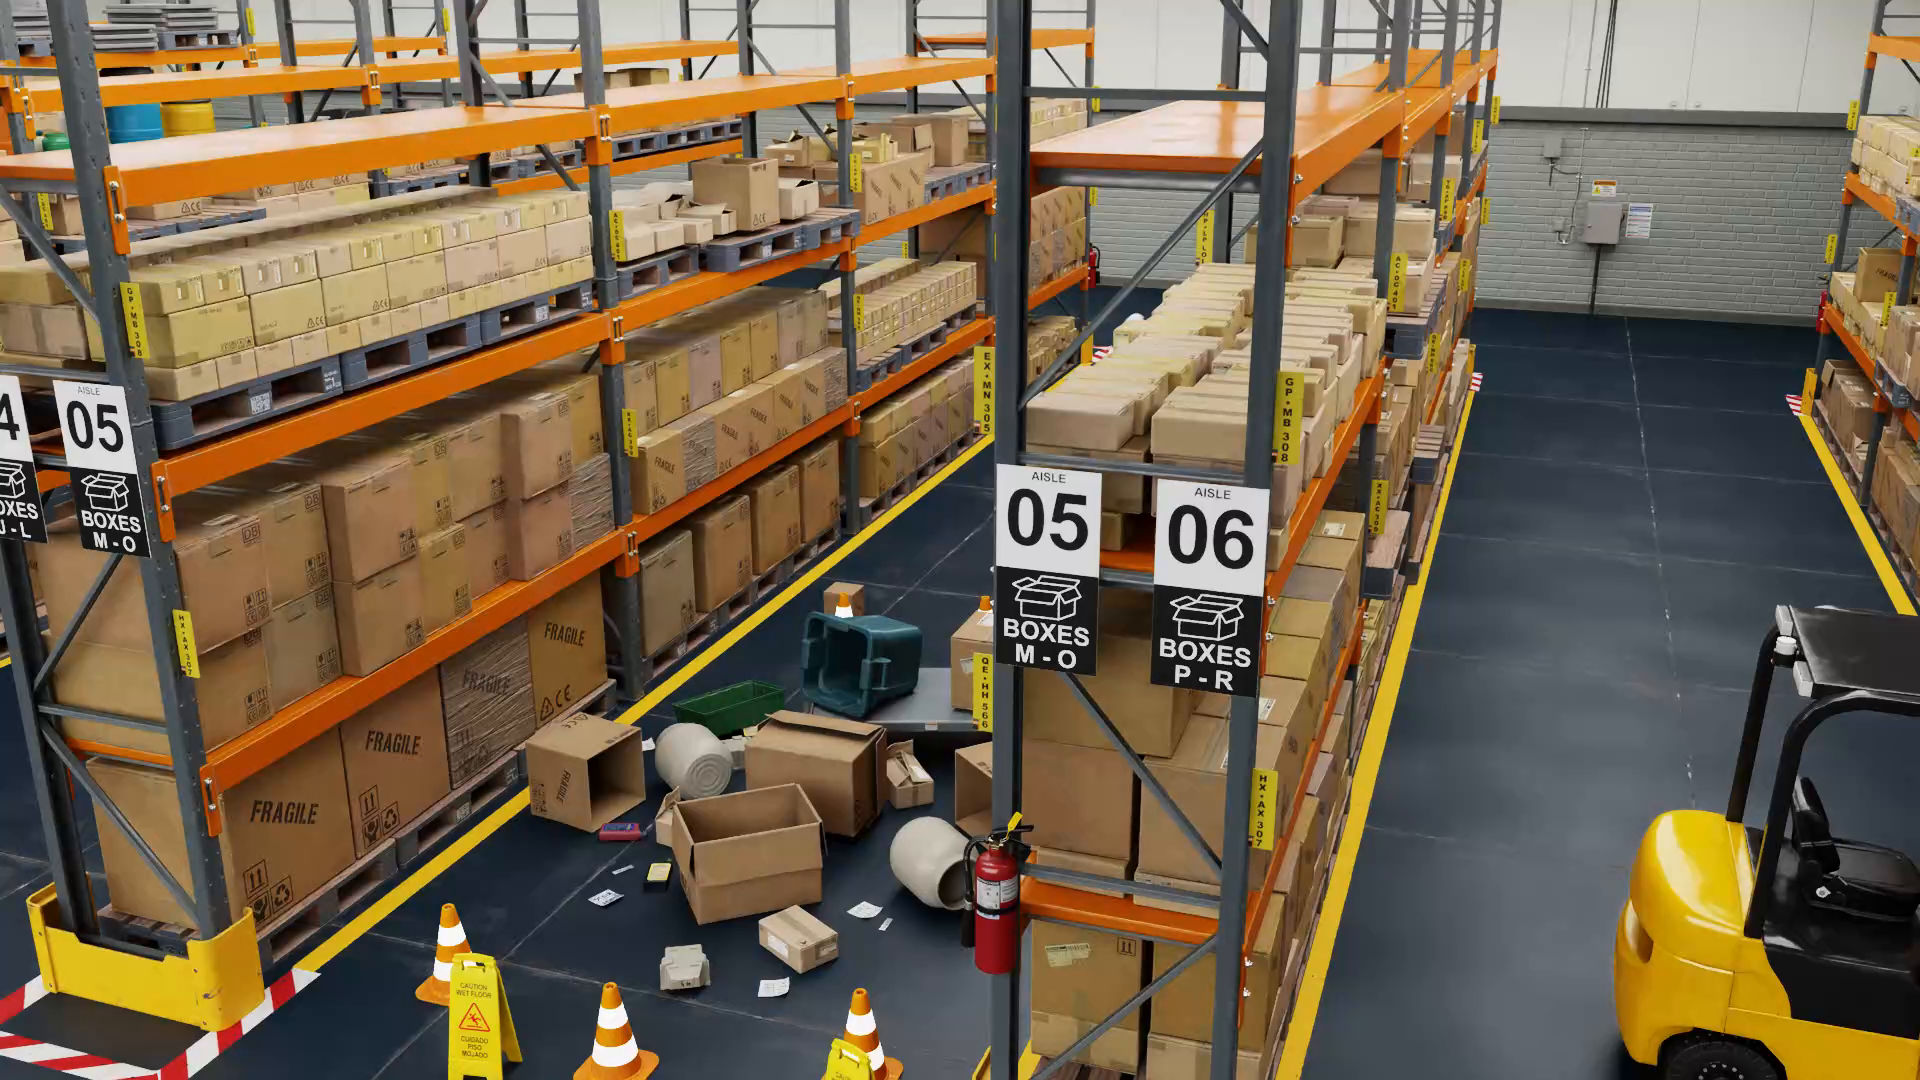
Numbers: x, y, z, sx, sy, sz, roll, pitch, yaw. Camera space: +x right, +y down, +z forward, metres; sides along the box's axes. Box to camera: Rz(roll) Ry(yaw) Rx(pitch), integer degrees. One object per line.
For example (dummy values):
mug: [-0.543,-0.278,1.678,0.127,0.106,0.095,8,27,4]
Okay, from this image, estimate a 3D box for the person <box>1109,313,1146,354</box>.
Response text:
person: [1.761,-1.399,16.631,0.564,1.758,0.501,10,21,26]
